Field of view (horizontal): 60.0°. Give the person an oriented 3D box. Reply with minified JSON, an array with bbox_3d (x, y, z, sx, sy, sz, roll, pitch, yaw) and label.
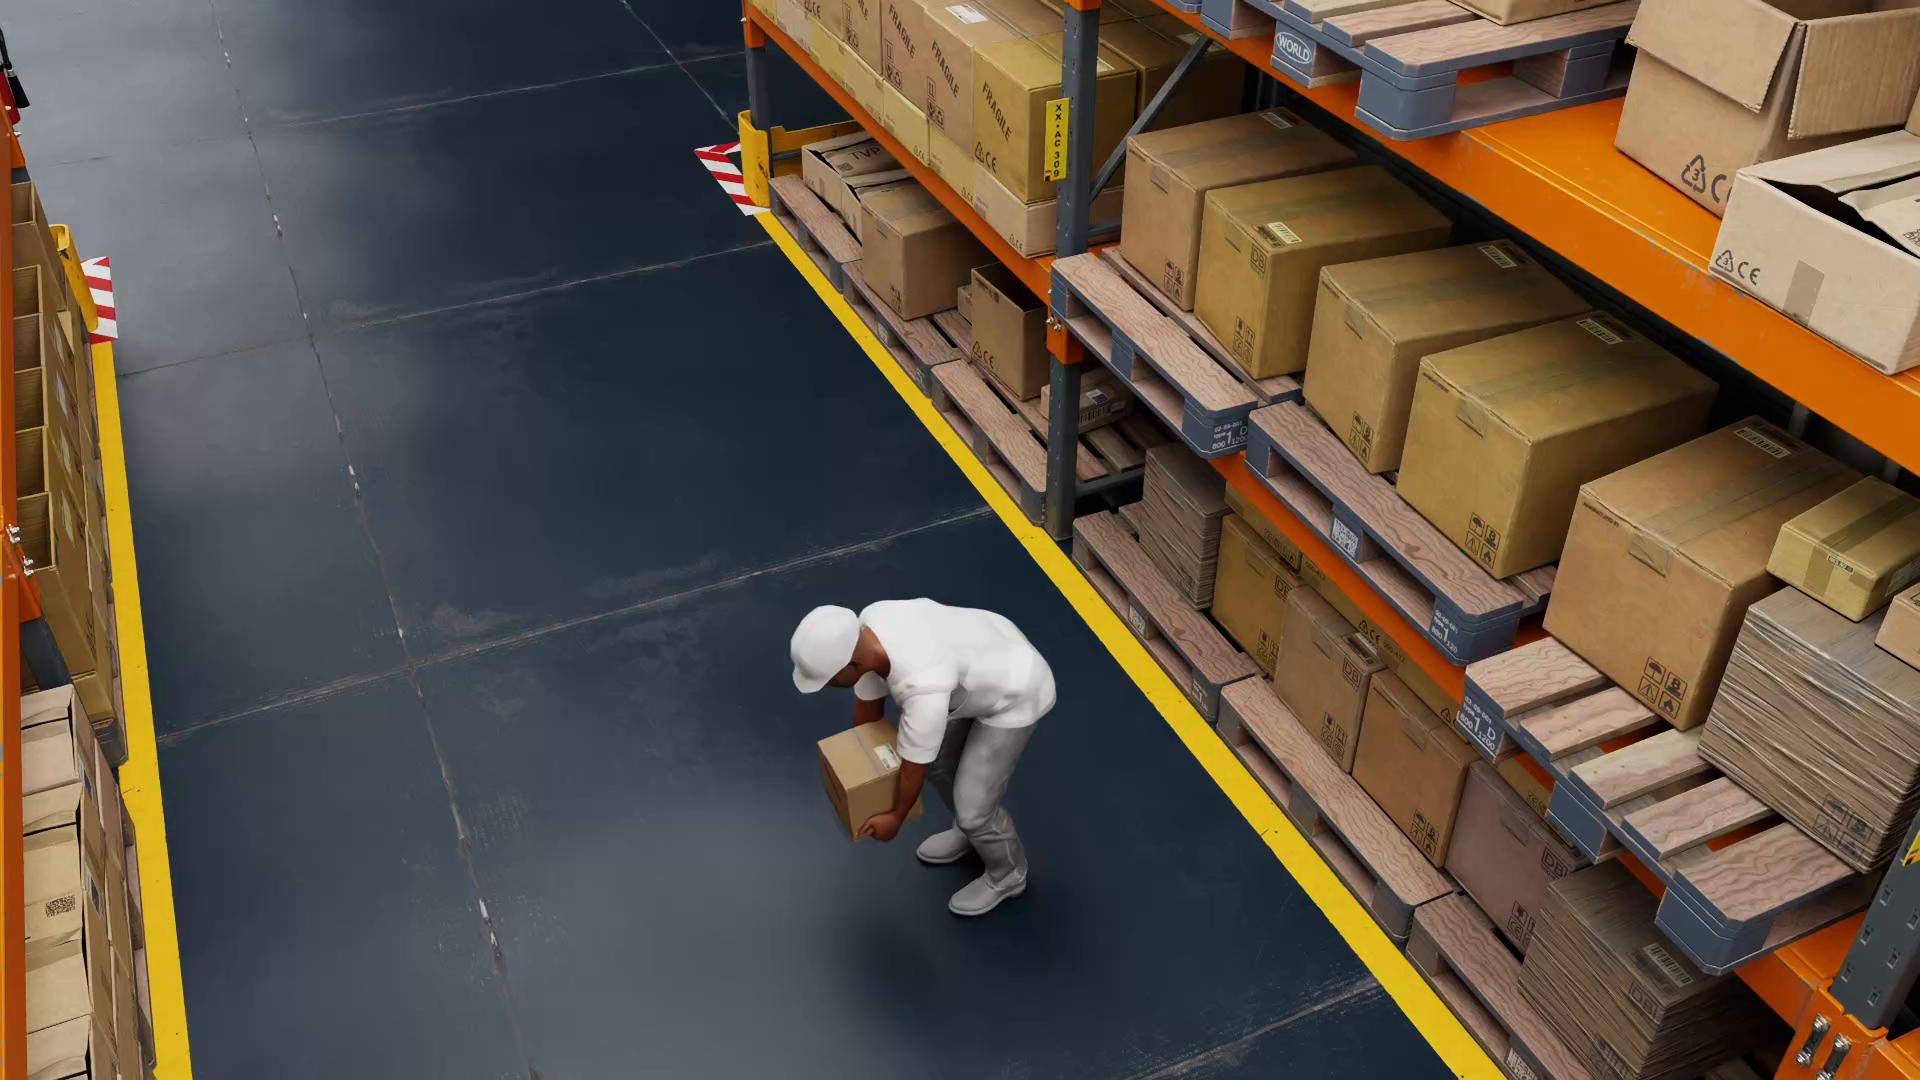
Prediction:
[{"bbox_3d":[-0.115,0.691,5.506,0.881,1.413,0.489,-17,40,-21],"label":"person"}]
